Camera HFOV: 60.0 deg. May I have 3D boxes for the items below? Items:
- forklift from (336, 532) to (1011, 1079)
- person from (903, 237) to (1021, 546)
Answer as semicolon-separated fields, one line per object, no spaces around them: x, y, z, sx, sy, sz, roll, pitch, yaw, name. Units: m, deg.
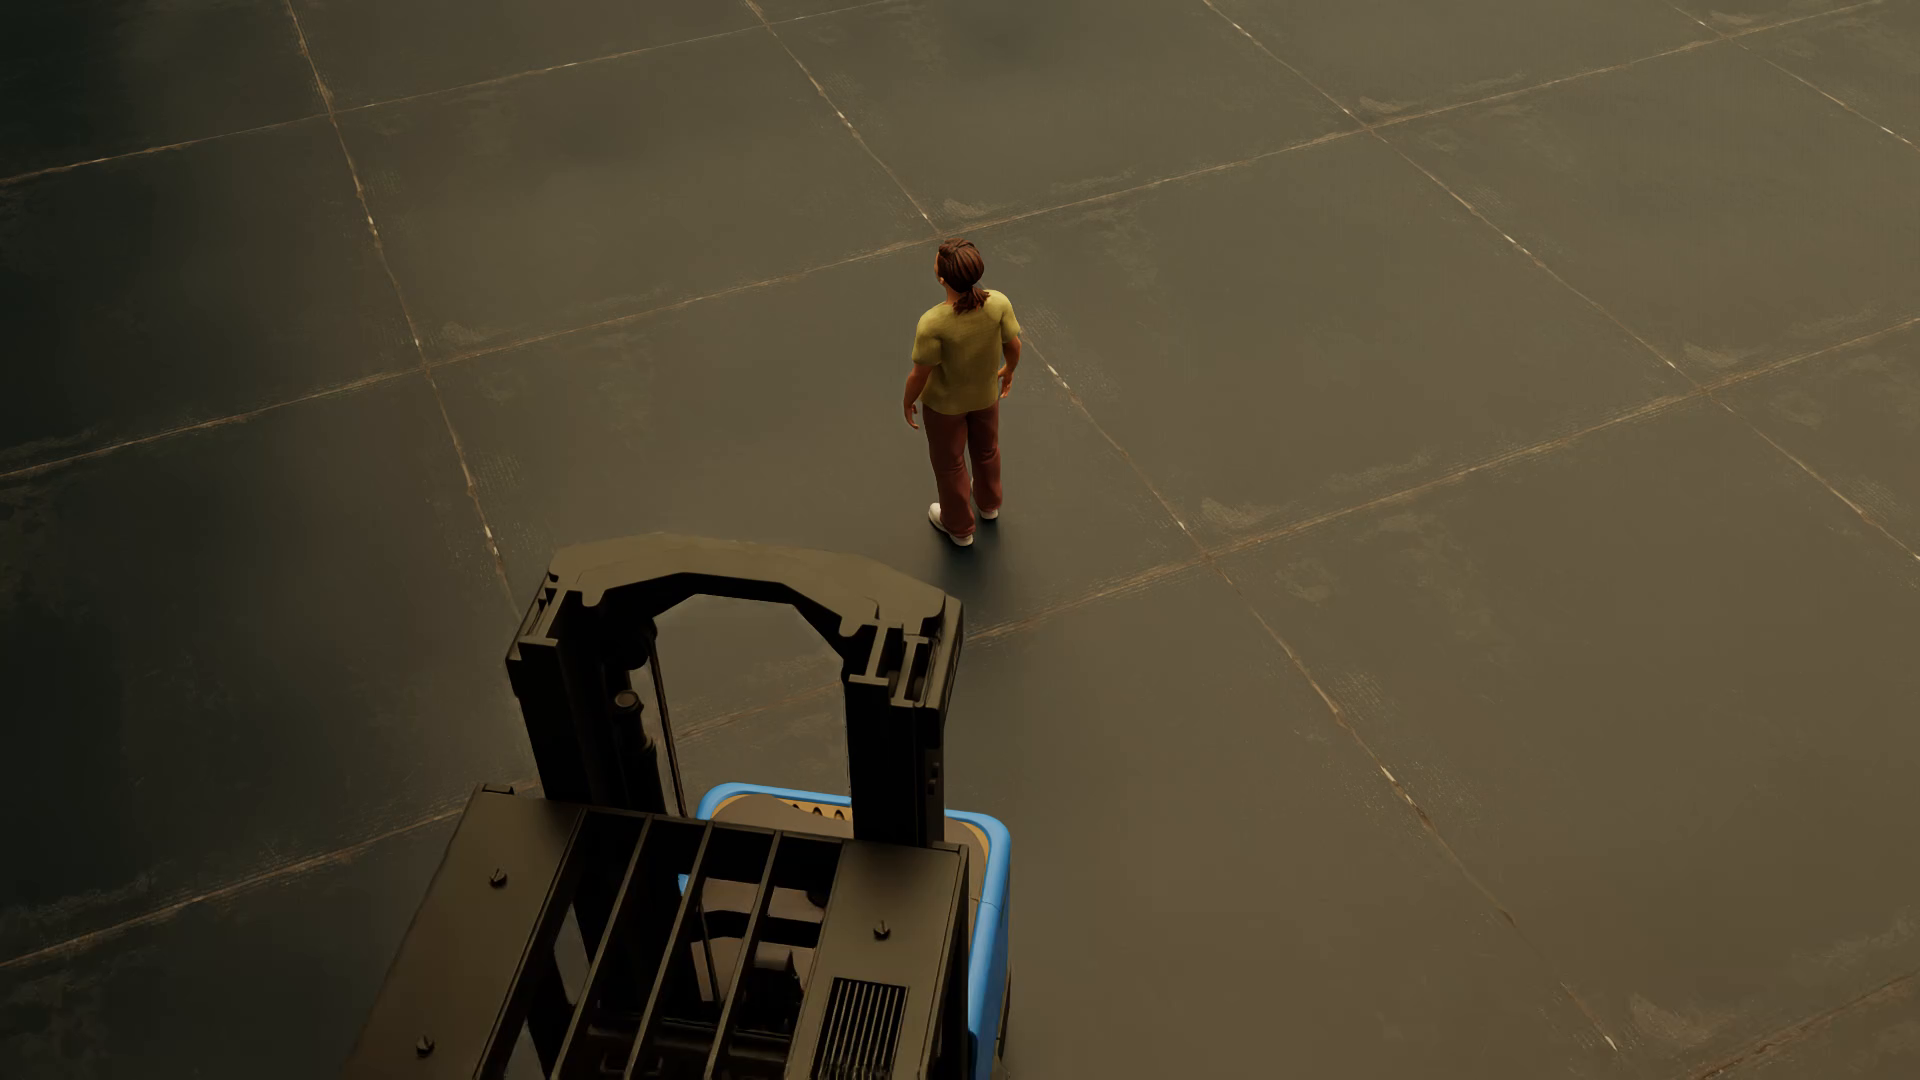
-0.563;1.540;4.030;1.130;2.935;3.031;6;43;7;forklift
-0.021;-0.666;7.304;0.555;1.675;0.549;-18;46;-18;person
